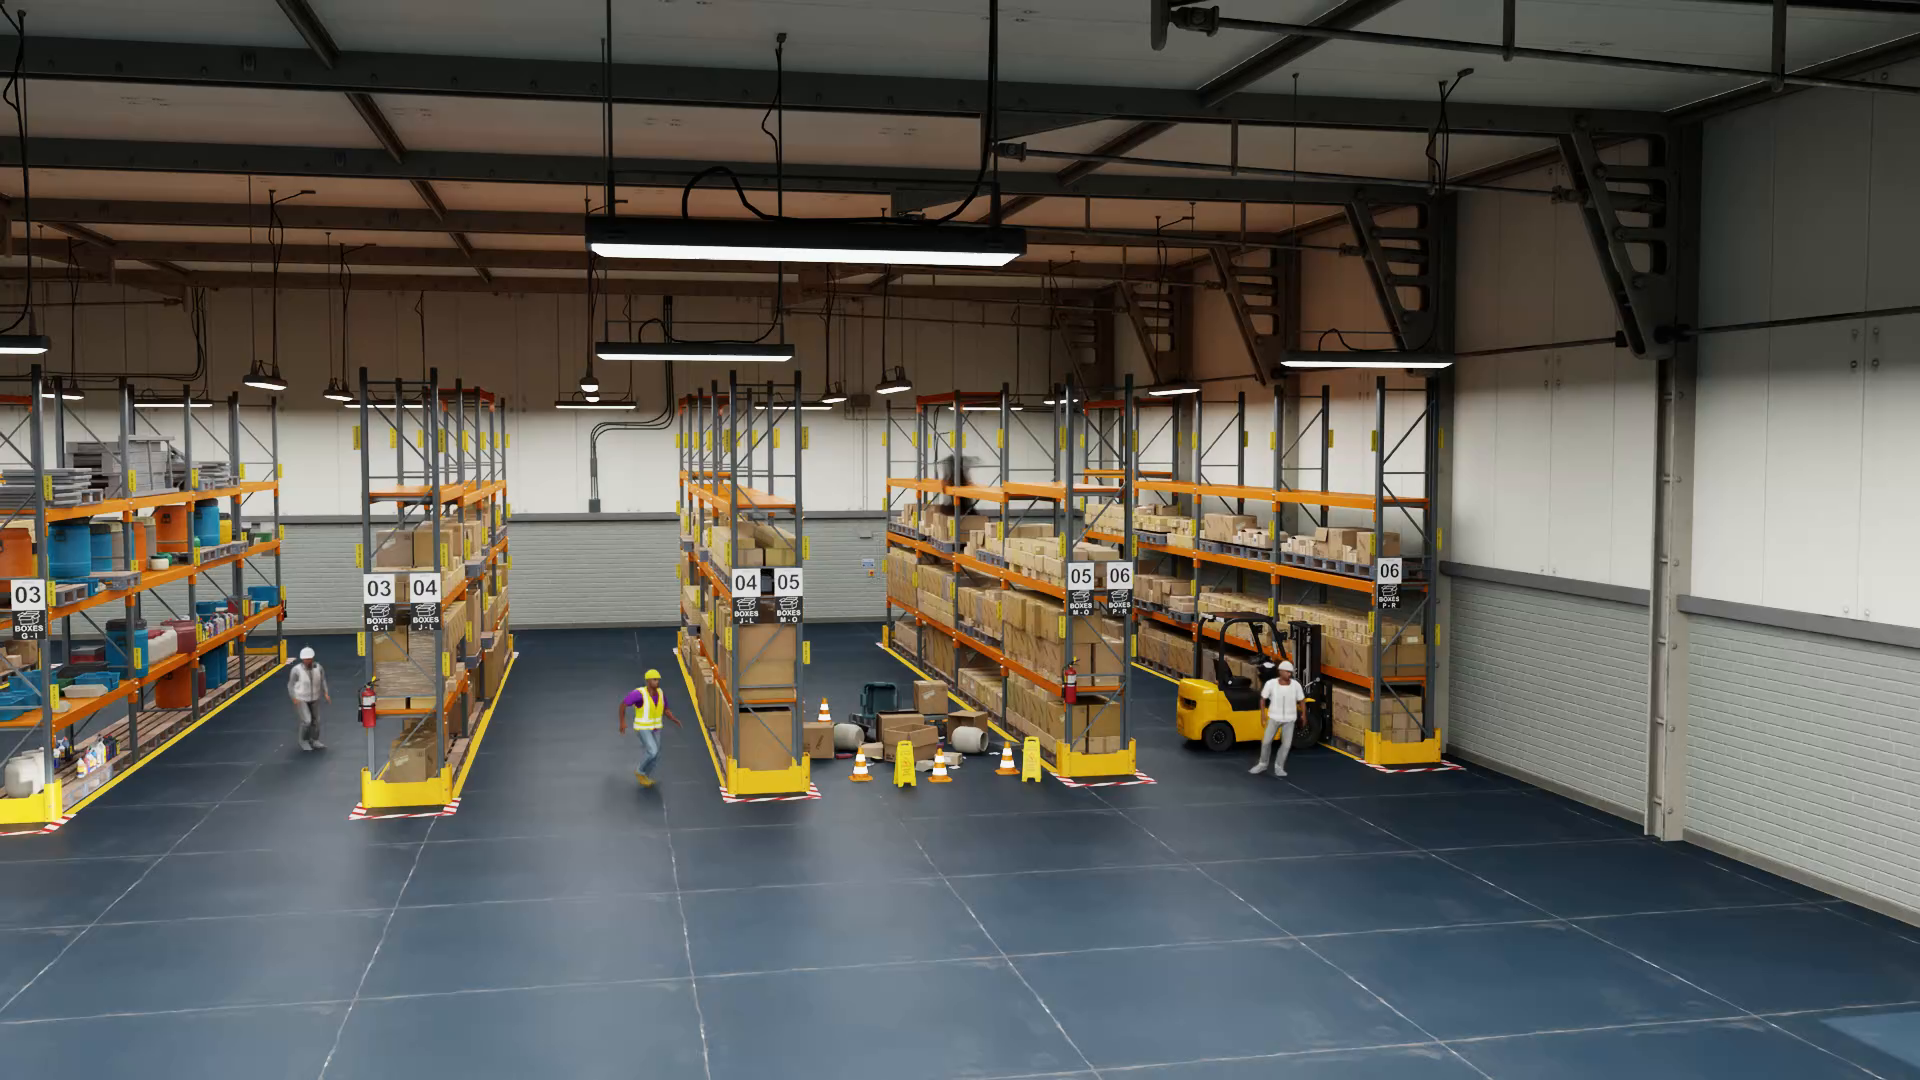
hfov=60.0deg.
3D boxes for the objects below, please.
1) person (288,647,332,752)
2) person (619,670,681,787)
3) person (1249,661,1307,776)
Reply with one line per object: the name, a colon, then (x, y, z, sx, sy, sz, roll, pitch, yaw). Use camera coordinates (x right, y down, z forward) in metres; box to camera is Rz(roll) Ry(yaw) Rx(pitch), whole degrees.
person: (-10.519, 2.558, 26.840, 0.621, 1.712, 0.635, 3, 4, 37)
person: (-4.459, 2.717, 23.940, 0.736, 1.702, 0.708, 3, 4, 41)
person: (4.730, 2.662, 24.697, 0.806, 1.739, 0.589, 0, 3, 0)
